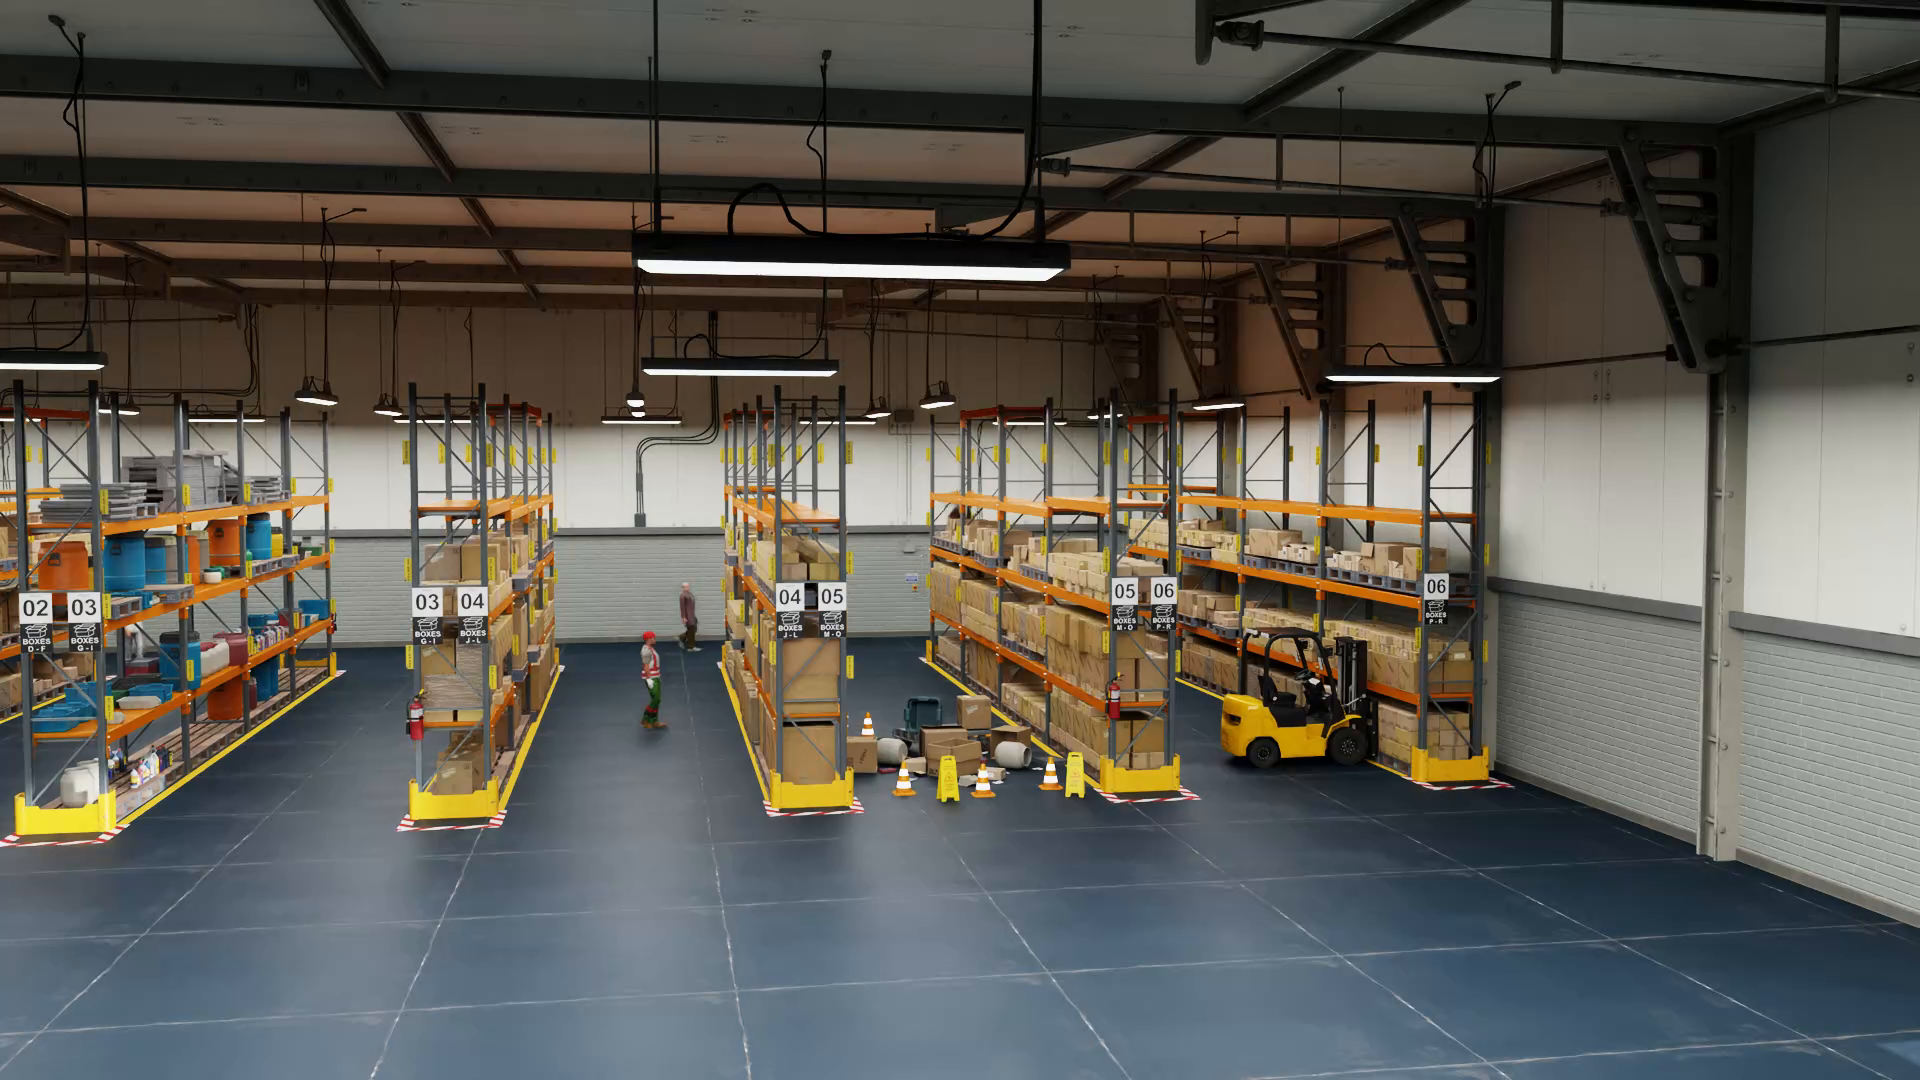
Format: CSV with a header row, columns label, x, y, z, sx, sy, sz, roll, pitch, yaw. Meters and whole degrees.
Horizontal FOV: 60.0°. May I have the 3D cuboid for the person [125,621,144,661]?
label,x,y,z,sx,sy,sz,roll,pitch,yaw
person,-19.545,2.151,39.274,0.493,1.738,0.983,-2,4,-35

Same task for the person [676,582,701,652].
label,x,y,z,sx,sy,sz,roll,pitch,yaw
person,-6.927,1.957,42.363,0.682,1.759,0.592,0,3,4

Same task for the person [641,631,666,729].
label,x,y,z,sx,sy,sz,roll,pitch,yaw
person,-5.659,2.579,30.690,0.448,1.821,0.575,0,3,4
